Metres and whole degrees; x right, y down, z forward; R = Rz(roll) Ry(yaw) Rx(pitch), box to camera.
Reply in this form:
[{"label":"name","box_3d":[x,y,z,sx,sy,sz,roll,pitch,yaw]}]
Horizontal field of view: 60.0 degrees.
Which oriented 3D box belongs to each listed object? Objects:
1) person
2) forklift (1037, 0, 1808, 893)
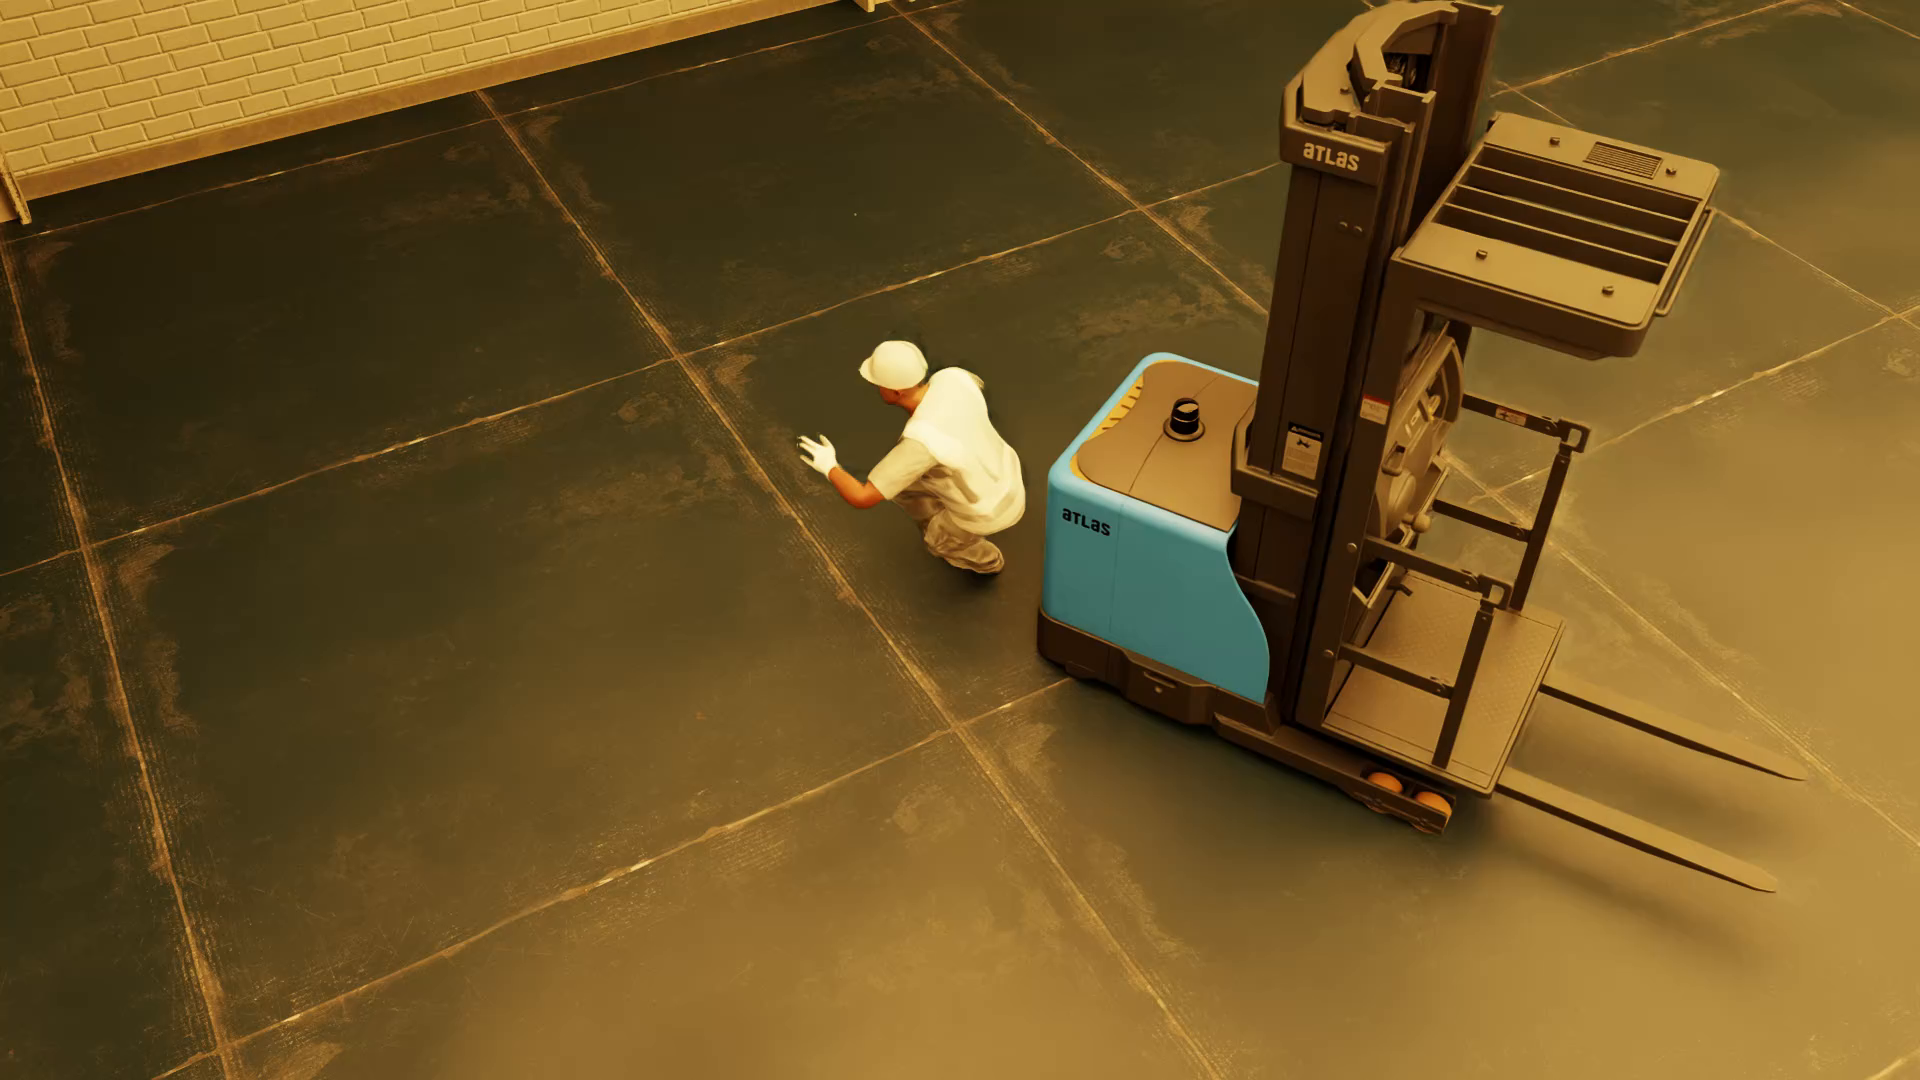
[{"label":"person","box_3d":[-0.181,-0.275,7.038,0.925,1.535,1.009,2,43,2]},{"label":"forklift","box_3d":[1.866,-0.330,6.053,3.031,2.935,1.130,22,47,22]}]
